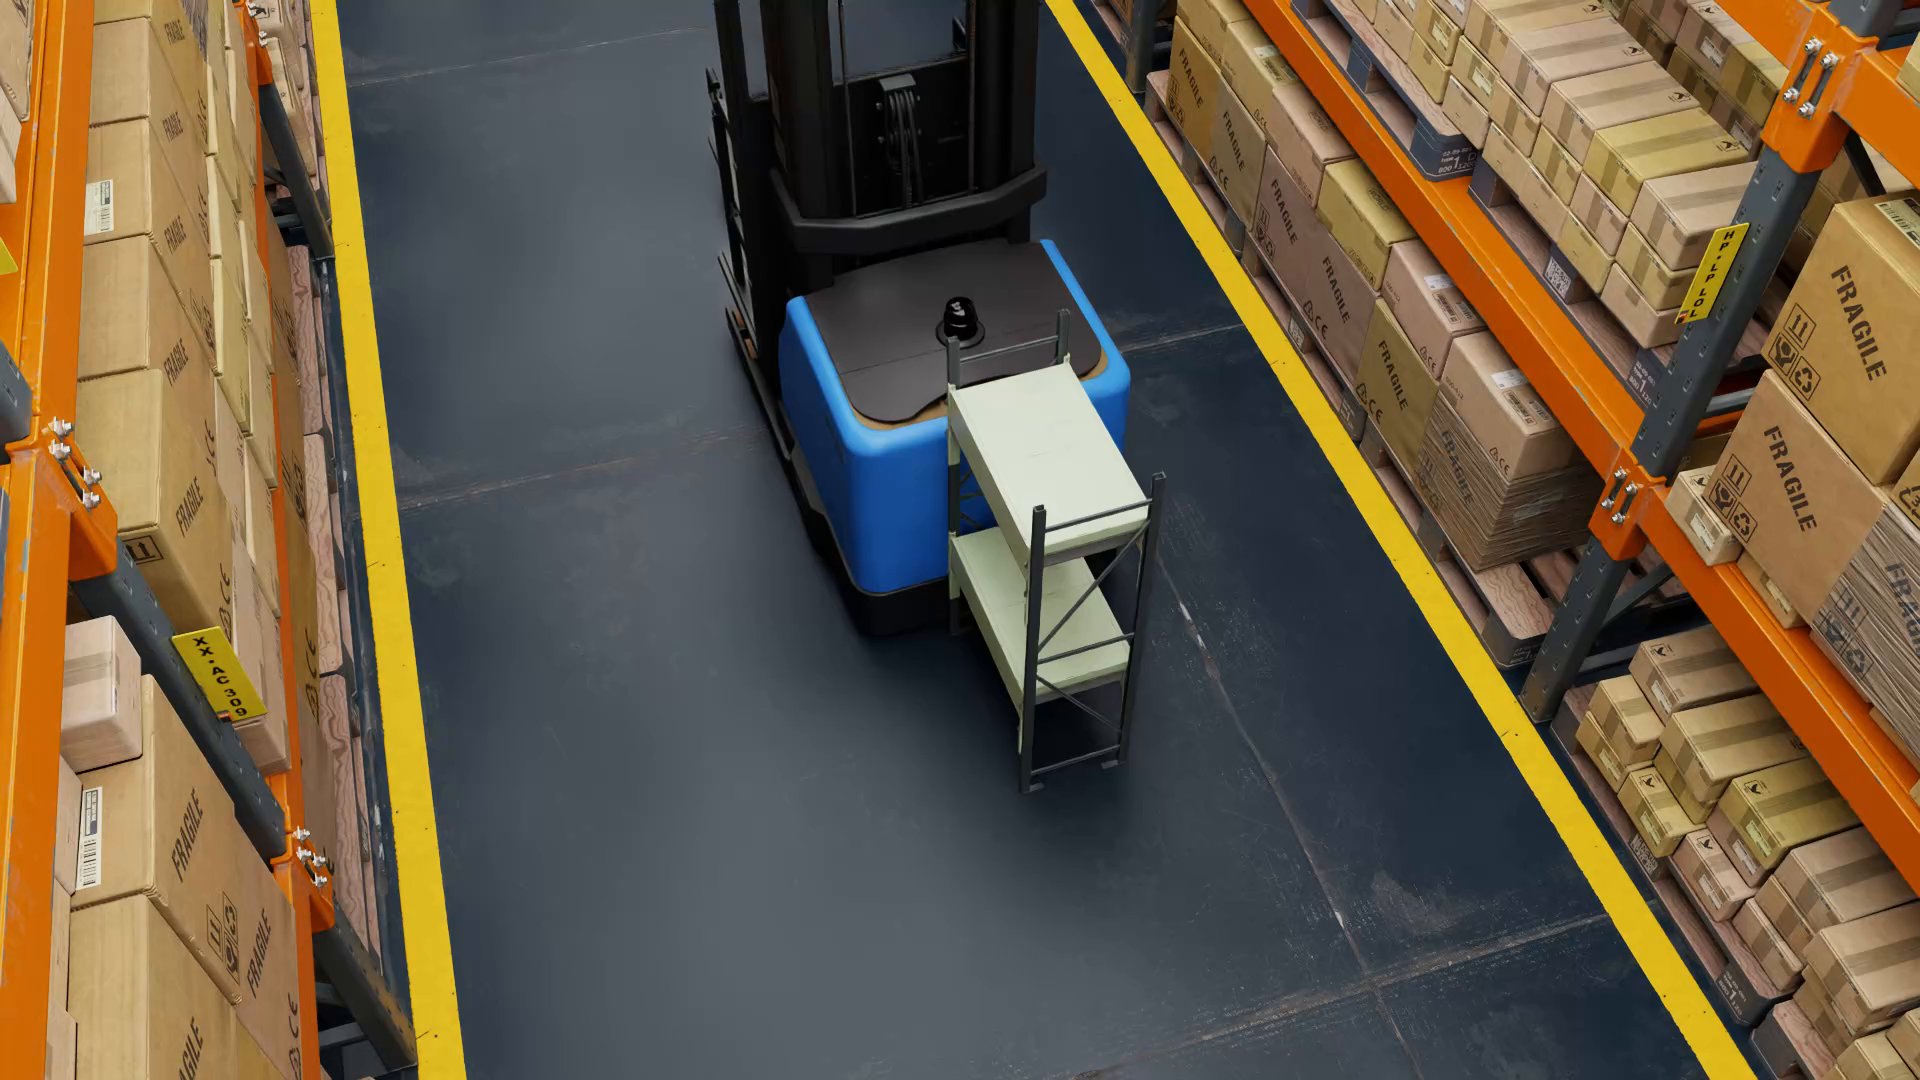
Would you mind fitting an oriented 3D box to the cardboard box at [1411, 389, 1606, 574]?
[{"bbox_3d":[2.063,-0.272,6.167,0.500,0.500,0.500,-14,51,-12],"label":"cardboard box"}]

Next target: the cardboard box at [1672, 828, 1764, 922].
[{"bbox_3d":[2.525,1.028,5.301,0.380,0.149,0.250,-14,51,-11],"label":"cardboard box"}]

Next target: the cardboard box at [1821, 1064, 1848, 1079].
[{"bbox_3d":[2.746,1.602,4.817,0.380,0.149,0.250,-15,51,-12],"label":"cardboard box"}]

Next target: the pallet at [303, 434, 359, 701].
[{"bbox_3d":[-2.841,0.194,6.238,1.003,0.211,1.213,-13,51,-11],"label":"pallet"}]

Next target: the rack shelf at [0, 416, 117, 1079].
[{"bbox_3d":[-1.585,1.460,1.855,1.077,0.370,4.000,-13,51,-11],"label":"rack shelf"}]

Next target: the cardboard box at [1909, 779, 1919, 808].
[{"bbox_3d":[2.657,0.657,4.188,0.380,0.149,0.250,-12,51,-10],"label":"cardboard box"}]

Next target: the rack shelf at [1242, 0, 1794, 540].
[{"bbox_3d":[1.931,-1.687,6.471,1.077,0.370,4.000,-13,51,-11],"label":"rack shelf"}]

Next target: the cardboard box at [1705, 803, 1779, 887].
[{"bbox_3d":[2.591,0.901,5.214,0.380,0.149,0.250,-14,51,-11],"label":"cardboard box"}]

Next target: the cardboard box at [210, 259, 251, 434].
[{"bbox_3d":[-2.342,-0.512,4.781,0.500,0.250,0.500,-13,51,-11],"label":"cardboard box"}]

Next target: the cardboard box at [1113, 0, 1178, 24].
[{"bbox_3d":[1.246,-3.255,8.519,1.050,0.750,0.750,-14,51,-11],"label":"cardboard box"}]

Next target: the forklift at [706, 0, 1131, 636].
[{"bbox_3d":[-0.372,-1.746,6.095,1.130,2.935,3.031,-15,52,-12],"label":"forklift"}]

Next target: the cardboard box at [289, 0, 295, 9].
[{"bbox_3d":[-3.961,-2.982,8.536,0.950,0.372,0.625,-12,51,-10],"label":"cardboard box"}]

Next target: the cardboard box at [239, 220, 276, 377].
[{"bbox_3d":[-2.484,-0.721,5.284,0.500,0.250,0.500,-14,51,-12],"label":"cardboard box"}]

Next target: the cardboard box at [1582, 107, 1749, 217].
[{"bbox_3d":[2.137,-1.150,5.048,0.380,0.149,0.250,-15,51,-12],"label":"cardboard box"}]

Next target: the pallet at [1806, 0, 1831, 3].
[{"bbox_3d":[2.442,-1.840,4.290,1.213,0.211,1.003,-13,51,-11],"label":"pallet"}]

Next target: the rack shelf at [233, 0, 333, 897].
[{"bbox_3d":[-2.767,-0.494,5.465,1.077,0.370,4.000,-13,51,-11],"label":"rack shelf"}]

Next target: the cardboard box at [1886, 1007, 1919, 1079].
[{"bbox_3d":[2.829,1.390,4.607,0.380,0.149,0.250,-15,52,-12],"label":"cardboard box"}]

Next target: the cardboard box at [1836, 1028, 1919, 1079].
[{"bbox_3d":[2.741,1.503,4.706,0.380,0.149,0.250,-14,51,-11],"label":"cardboard box"}]

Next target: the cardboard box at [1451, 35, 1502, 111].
[{"bbox_3d":[1.906,-1.618,5.637,0.380,0.149,0.250,-16,52,-13],"label":"cardboard box"}]

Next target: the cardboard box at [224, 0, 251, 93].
[{"bbox_3d":[-2.961,-1.828,6.217,0.500,0.250,0.500,-15,51,-12],"label":"cardboard box"}]

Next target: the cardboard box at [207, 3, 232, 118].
[{"bbox_3d":[-2.818,-1.630,5.723,0.500,0.250,0.500,-14,51,-12],"label":"cardboard box"}]

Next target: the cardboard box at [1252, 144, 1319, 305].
[{"bbox_3d":[1.614,-1.395,7.114,0.500,0.500,0.500,-14,51,-12],"label":"cardboard box"}]

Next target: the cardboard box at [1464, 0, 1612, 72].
[{"bbox_3d":[1.916,-1.711,5.521,0.380,0.149,0.250,-15,51,-12],"label":"cardboard box"}]

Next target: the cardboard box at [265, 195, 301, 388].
[{"bbox_3d":[-3.234,-1.114,6.632,0.875,0.875,0.875,-14,51,-11],"label":"cardboard box"}]

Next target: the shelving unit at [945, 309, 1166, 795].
[{"bbox_3d":[0.273,0.084,5.488,0.431,1.500,0.755,-15,52,-12],"label":"shelving unit"}]

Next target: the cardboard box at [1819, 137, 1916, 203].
[{"bbox_3d":[2.846,-1.096,5.002,0.380,0.149,0.250,-11,51,-9],"label":"cardboard box"}]

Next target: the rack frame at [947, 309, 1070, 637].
[{"bbox_3d":[0.151,-0.180,5.711,0.400,1.500,0.023,-15,52,-12],"label":"rack frame"}]

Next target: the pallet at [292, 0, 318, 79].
[{"bbox_3d":[-3.946,-2.749,8.719,1.003,0.211,1.213,-13,51,-11],"label":"pallet"}]

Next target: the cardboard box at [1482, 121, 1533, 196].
[{"bbox_3d":[1.993,-1.313,5.575,0.380,0.149,0.250,-16,52,-13],"label":"cardboard box"}]

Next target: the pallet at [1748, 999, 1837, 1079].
[{"bbox_3d":[3.120,1.816,4.871,1.003,0.211,1.213,-13,51,-11],"label":"pallet"}]

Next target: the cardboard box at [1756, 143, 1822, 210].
[{"bbox_3d":[2.767,-1.189,5.275,0.380,0.149,0.250,-14,51,-12],"label":"cardboard box"}]

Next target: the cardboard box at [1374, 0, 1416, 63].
[{"bbox_3d":[1.749,-1.904,6.072,0.380,0.149,0.250,-15,51,-12],"label":"cardboard box"}]

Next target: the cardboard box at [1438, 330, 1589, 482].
[{"bbox_3d":[2.061,-0.517,5.883,0.500,0.250,0.500,-15,51,-12],"label":"cardboard box"}]

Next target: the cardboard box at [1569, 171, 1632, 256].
[{"bbox_3d":[2.137,-1.047,5.155,0.380,0.149,0.250,-13,51,-11],"label":"cardboard box"}]

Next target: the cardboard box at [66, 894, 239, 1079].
[{"bbox_3d":[-1.630,1.035,2.986,0.500,0.500,0.500,-14,51,-12],"label":"cardboard box"}]

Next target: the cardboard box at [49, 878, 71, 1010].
[{"bbox_3d":[-1.742,0.725,2.823,0.380,0.149,0.250,-13,51,-11],"label":"cardboard box"}]

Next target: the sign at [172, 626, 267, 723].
[{"bbox_3d":[-1.646,0.303,3.704,0.100,0.325,0.005,-13,51,-11],"label":"sign"}]

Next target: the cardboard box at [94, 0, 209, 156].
[{"bbox_3d":[-2.656,-1.486,5.111,0.500,0.500,0.500,-13,51,-11],"label":"cardboard box"}]

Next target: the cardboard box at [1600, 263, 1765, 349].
[{"bbox_3d":[2.216,-0.758,5.106,0.380,0.149,0.250,-14,51,-12],"label":"cardboard box"}]

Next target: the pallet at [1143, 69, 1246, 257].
[{"bbox_3d":[1.570,-1.910,8.012,1.003,0.211,1.213,-13,51,-11],"label":"pallet"}]

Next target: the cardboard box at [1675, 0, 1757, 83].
[{"bbox_3d":[2.613,-1.669,5.485,0.380,0.149,0.250,-14,51,-11],"label":"cardboard box"}]

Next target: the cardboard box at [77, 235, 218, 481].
[{"bbox_3d":[-2.208,-0.372,4.172,0.500,0.500,0.500,-14,51,-11],"label":"cardboard box"}]

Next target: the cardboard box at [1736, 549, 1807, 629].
[{"bbox_3d":[2.441,0.075,4.679,0.380,0.149,0.250,-12,51,-10],"label":"cardboard box"}]

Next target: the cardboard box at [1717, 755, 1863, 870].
[{"bbox_3d":[2.573,0.820,5.087,0.380,0.149,0.250,-14,51,-11],"label":"cardboard box"}]

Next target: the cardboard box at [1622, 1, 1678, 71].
[{"bbox_3d":[2.531,-1.764,5.760,0.380,0.149,0.250,-11,51,-10],"label":"cardboard box"}]

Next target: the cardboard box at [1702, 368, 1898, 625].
[{"bbox_3d":[2.429,-0.168,4.459,0.500,0.500,0.500,-14,51,-12],"label":"cardboard box"}]

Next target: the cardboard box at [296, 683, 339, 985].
[{"bbox_3d":[-2.436,0.849,4.977,0.875,0.875,0.875,-12,51,-10],"label":"cardboard box"}]

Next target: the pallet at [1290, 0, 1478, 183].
[{"bbox_3d":[1.964,-1.881,6.289,1.003,0.211,1.213,-13,51,-11],"label":"pallet"}]

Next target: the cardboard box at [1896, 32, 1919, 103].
[{"bbox_3d":[2.408,-0.979,3.539,0.500,0.250,0.500,-11,51,-9],"label":"cardboard box"}]

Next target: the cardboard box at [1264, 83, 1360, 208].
[{"bbox_3d":[1.597,-1.658,6.845,0.500,0.250,0.500,-13,51,-11],"label":"cardboard box"}]

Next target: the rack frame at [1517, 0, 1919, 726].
[{"bbox_3d":[2.523,-0.458,4.964,1.000,3.000,0.127,-13,51,-11],"label":"rack frame"}]

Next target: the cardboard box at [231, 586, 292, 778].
[{"bbox_3d":[-2.054,0.402,4.337,0.500,0.250,0.500,-14,51,-12],"label":"cardboard box"}]
